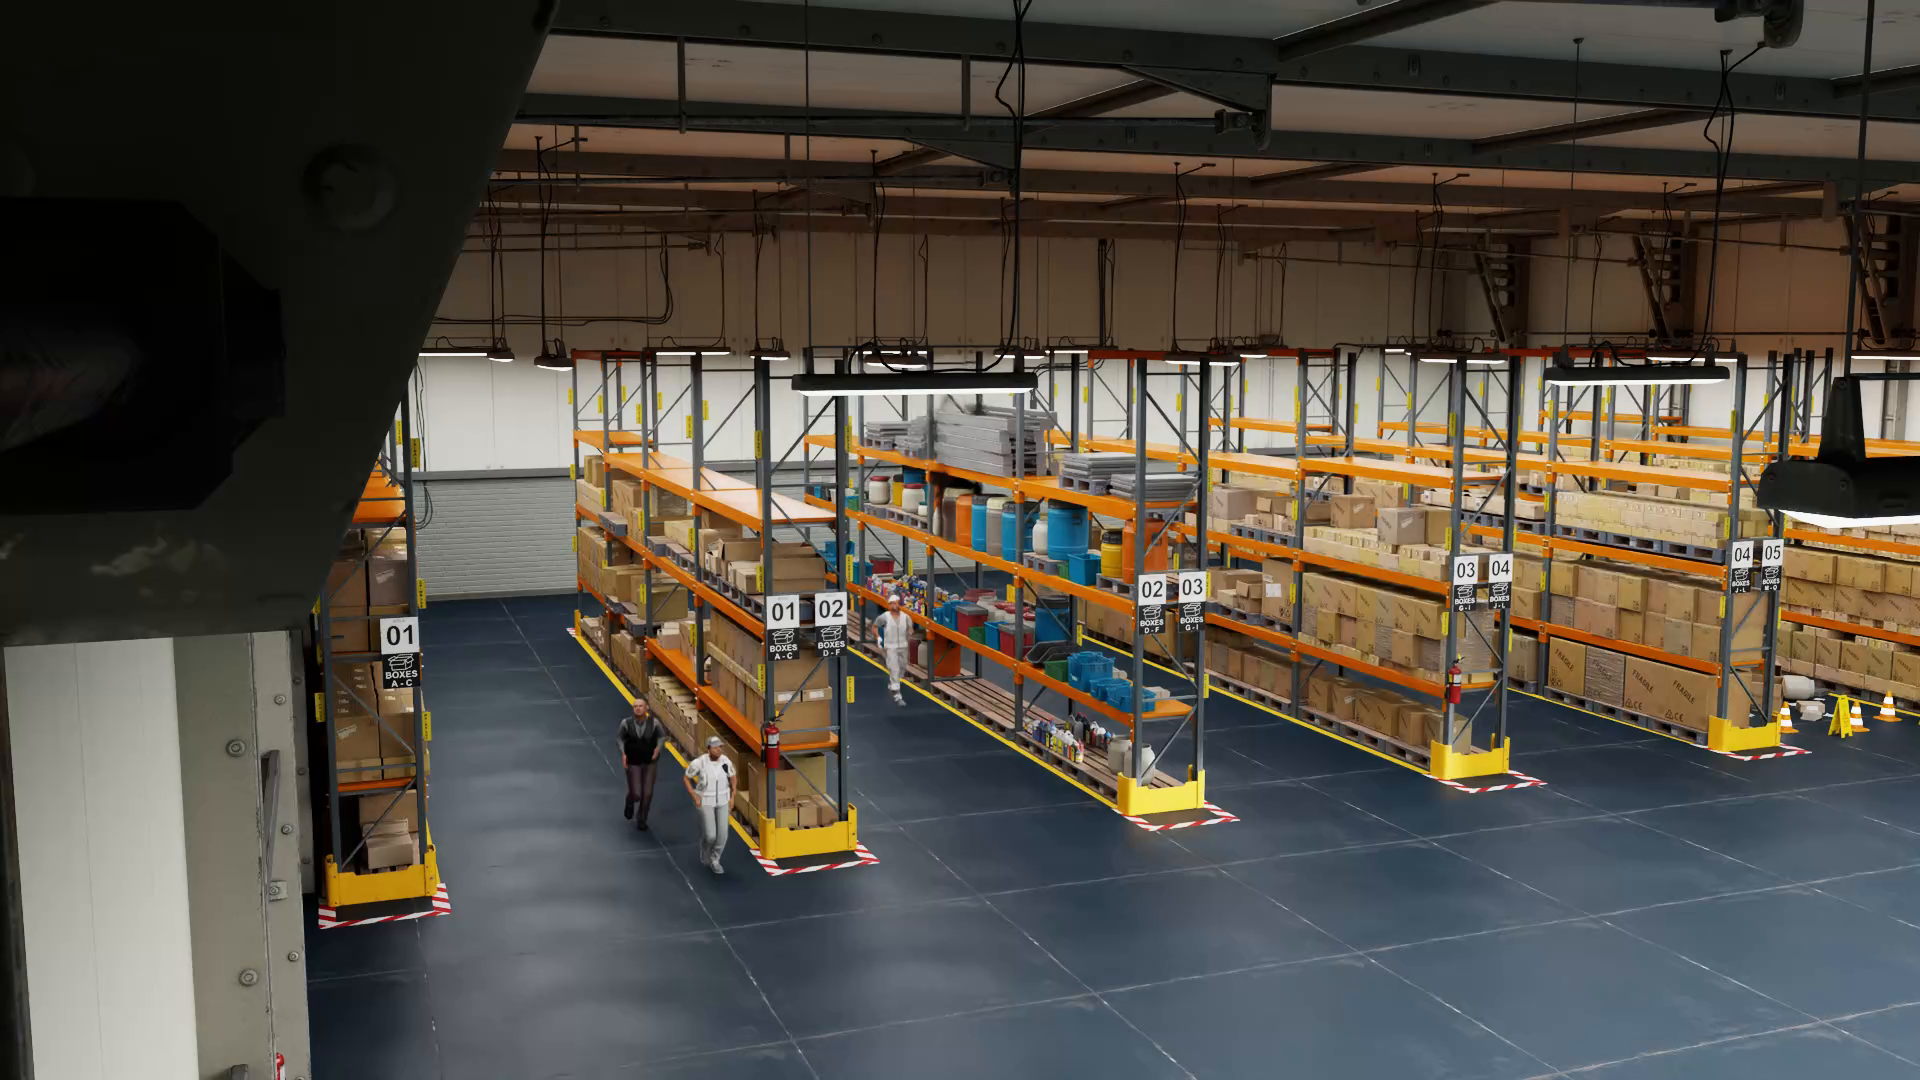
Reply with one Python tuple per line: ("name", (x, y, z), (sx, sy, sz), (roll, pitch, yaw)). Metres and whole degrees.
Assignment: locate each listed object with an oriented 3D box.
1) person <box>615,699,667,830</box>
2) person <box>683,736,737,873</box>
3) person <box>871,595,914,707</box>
("person", (-4.068, 2.863, 21.277), (0.653, 1.693, 0.615), (-2, 7, -14))
("person", (-2.886, 3.114, 19.525), (0.634, 1.634, 0.510), (-4, 8, -26))
("person", (-1.046, 1.790, 27.097), (0.667, 1.797, 0.893), (-3, 8, -25))
